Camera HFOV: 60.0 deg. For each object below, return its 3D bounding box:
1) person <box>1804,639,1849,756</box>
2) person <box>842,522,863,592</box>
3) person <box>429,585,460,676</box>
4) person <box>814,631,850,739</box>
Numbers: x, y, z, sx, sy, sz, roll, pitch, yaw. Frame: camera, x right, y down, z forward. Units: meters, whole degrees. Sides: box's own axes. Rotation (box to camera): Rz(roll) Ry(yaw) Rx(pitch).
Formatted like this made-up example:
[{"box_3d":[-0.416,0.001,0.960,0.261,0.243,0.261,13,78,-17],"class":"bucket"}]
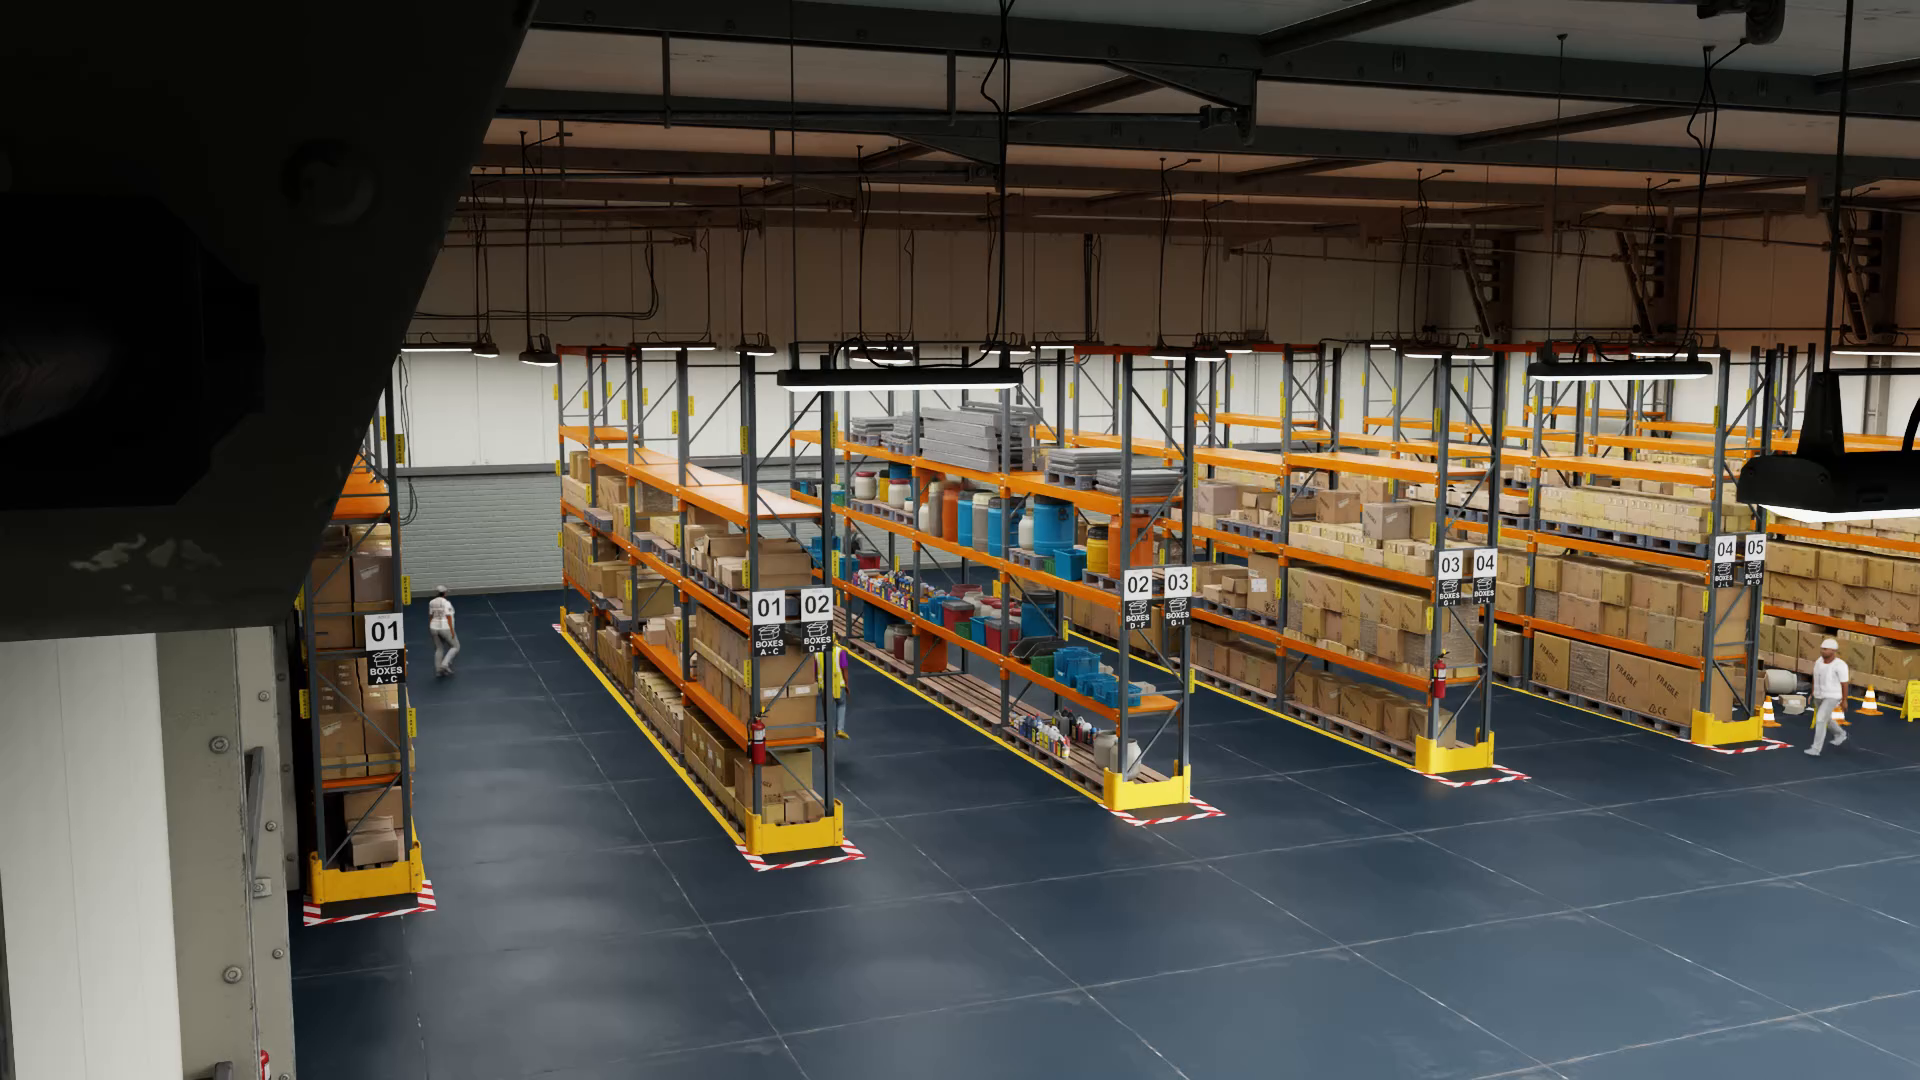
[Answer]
[{"box_3d":[12.960,2.330,24.792,1.019,1.731,0.572,-3,8,-22],"class":"person"},{"box_3d":[-2.584,0.404,39.975,0.527,1.699,0.782,5,9,37],"class":"person"},{"box_3d":[-9.459,1.659,30.360,0.522,1.664,0.489,3,8,22],"class":"person"},{"box_3d":[-1.931,2.159,24.707,0.584,1.697,0.557,-1,7,-7],"class":"person"}]
